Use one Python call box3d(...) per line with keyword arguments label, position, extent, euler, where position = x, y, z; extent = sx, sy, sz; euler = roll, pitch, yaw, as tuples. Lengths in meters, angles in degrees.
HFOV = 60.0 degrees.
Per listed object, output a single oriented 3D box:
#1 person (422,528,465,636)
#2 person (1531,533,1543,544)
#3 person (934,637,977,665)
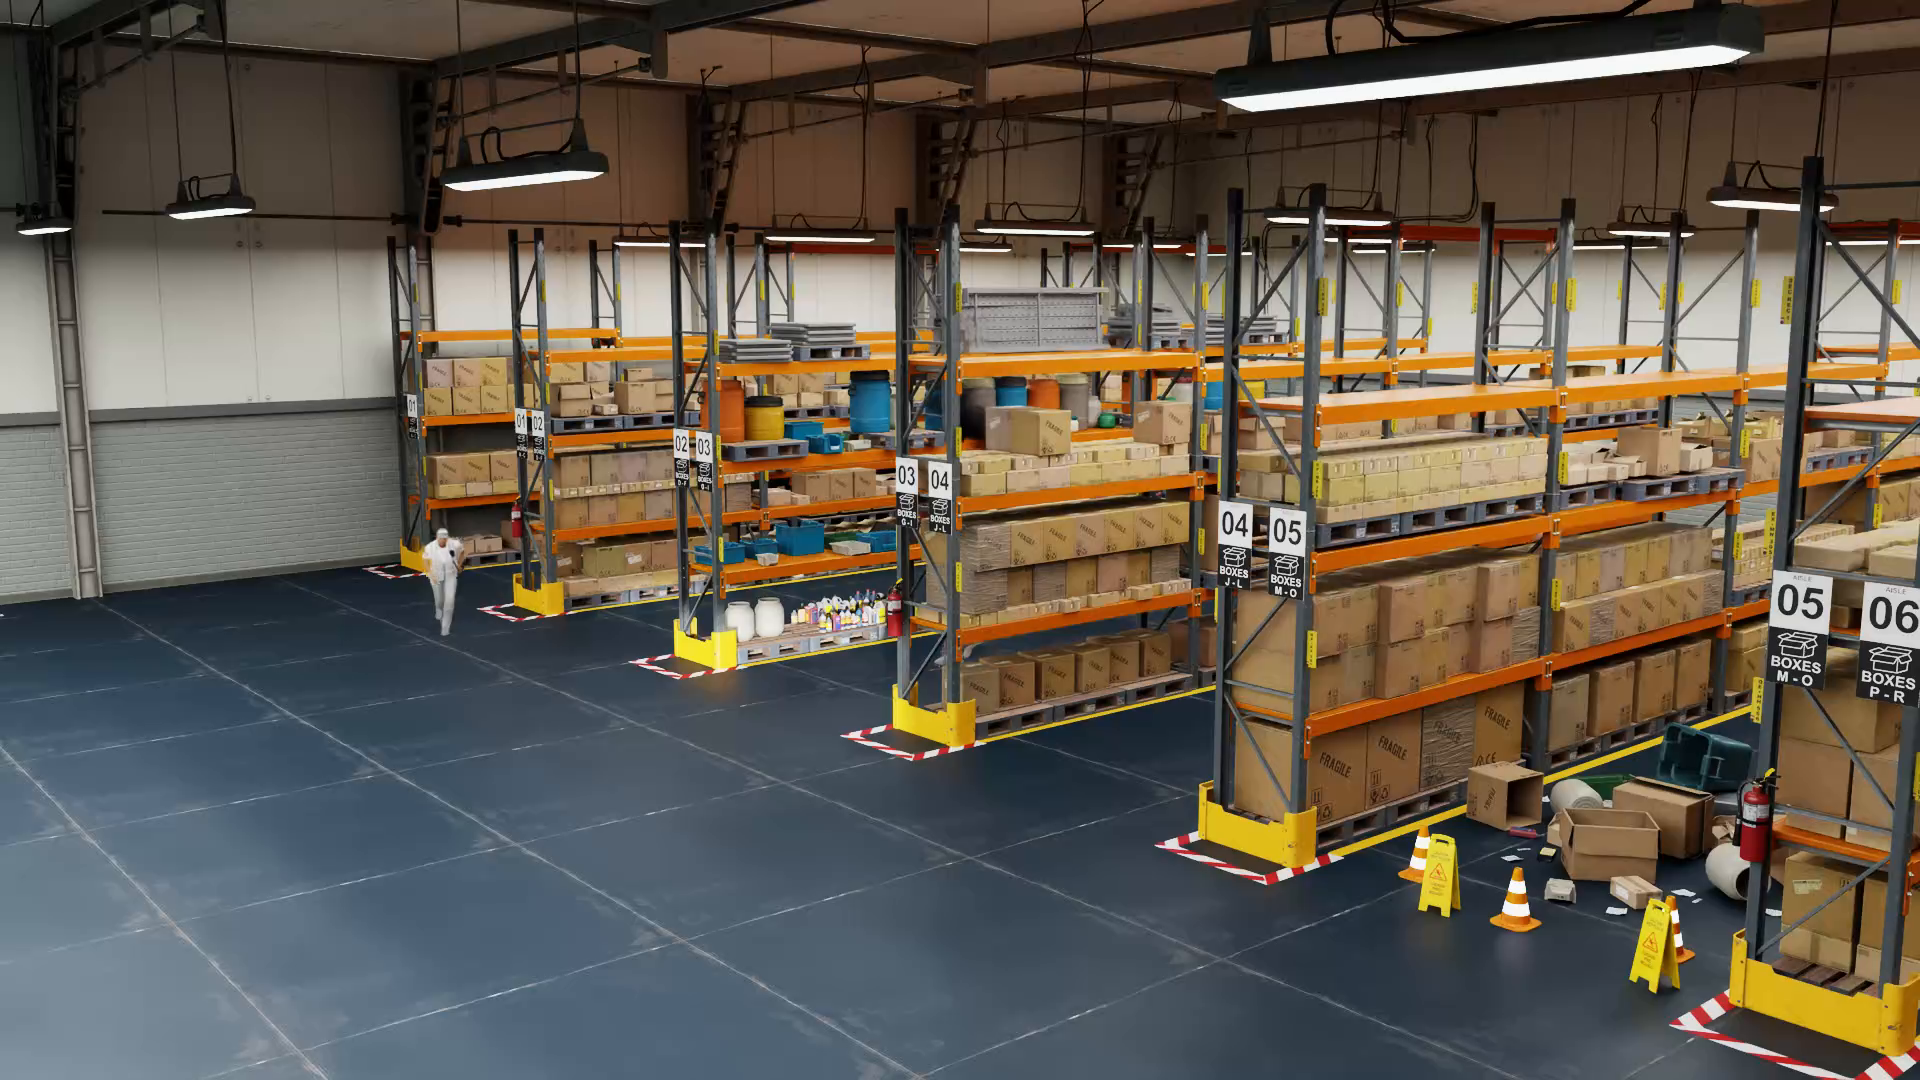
box3d(label="person", position=(-7.732, 0.589, 24.923), extent=(0.623, 1.632, 0.992), euler=(-4, 10, -23))
box3d(label="person", position=(8.212, 0.680, 23.713), extent=(0.661, 1.719, 0.935), euler=(8, 12, 41))
box3d(label="person", position=(-0.051, 0.744, 21.525), extent=(0.574, 1.704, 0.905), euler=(8, 12, 40))
